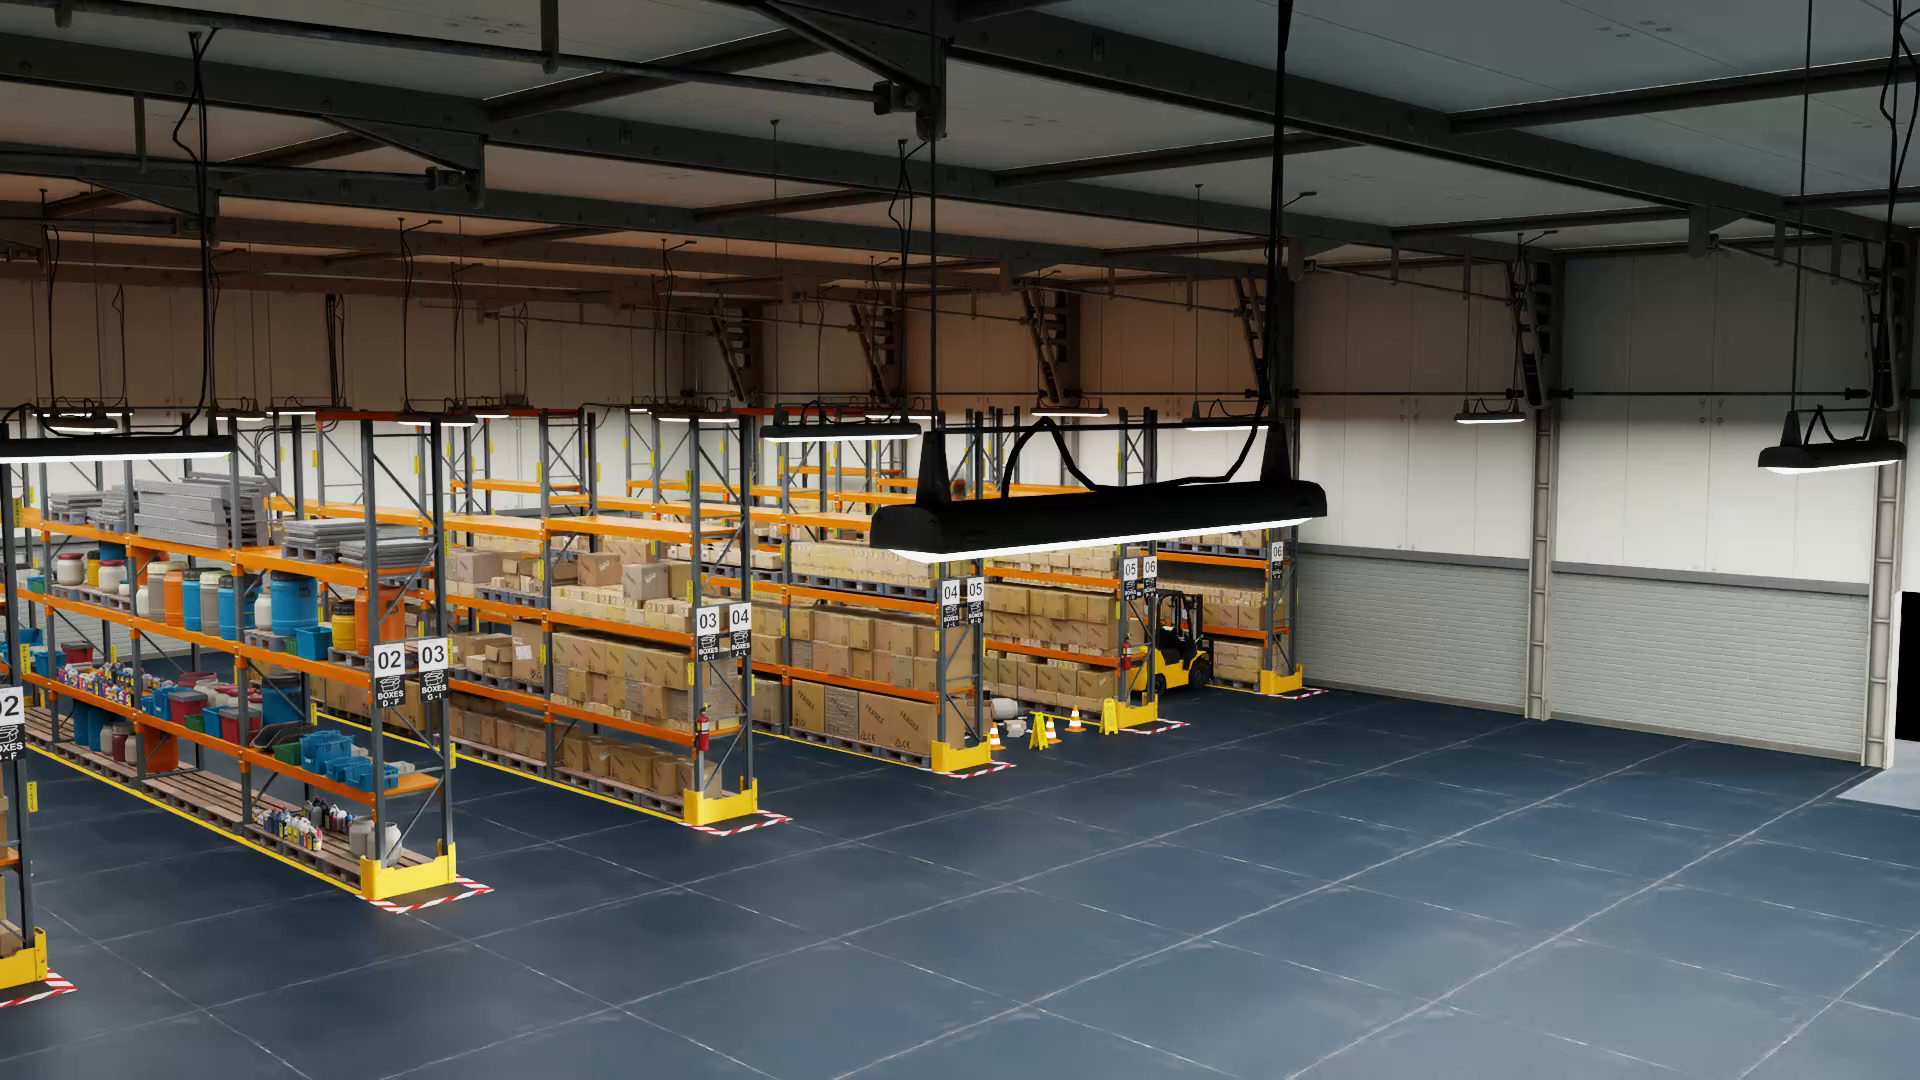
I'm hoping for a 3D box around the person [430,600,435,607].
[{"bbox_3d":[-12.727,1.985,39.971,0.593,1.665,0.739,0,5,4],"label":"person"}]
